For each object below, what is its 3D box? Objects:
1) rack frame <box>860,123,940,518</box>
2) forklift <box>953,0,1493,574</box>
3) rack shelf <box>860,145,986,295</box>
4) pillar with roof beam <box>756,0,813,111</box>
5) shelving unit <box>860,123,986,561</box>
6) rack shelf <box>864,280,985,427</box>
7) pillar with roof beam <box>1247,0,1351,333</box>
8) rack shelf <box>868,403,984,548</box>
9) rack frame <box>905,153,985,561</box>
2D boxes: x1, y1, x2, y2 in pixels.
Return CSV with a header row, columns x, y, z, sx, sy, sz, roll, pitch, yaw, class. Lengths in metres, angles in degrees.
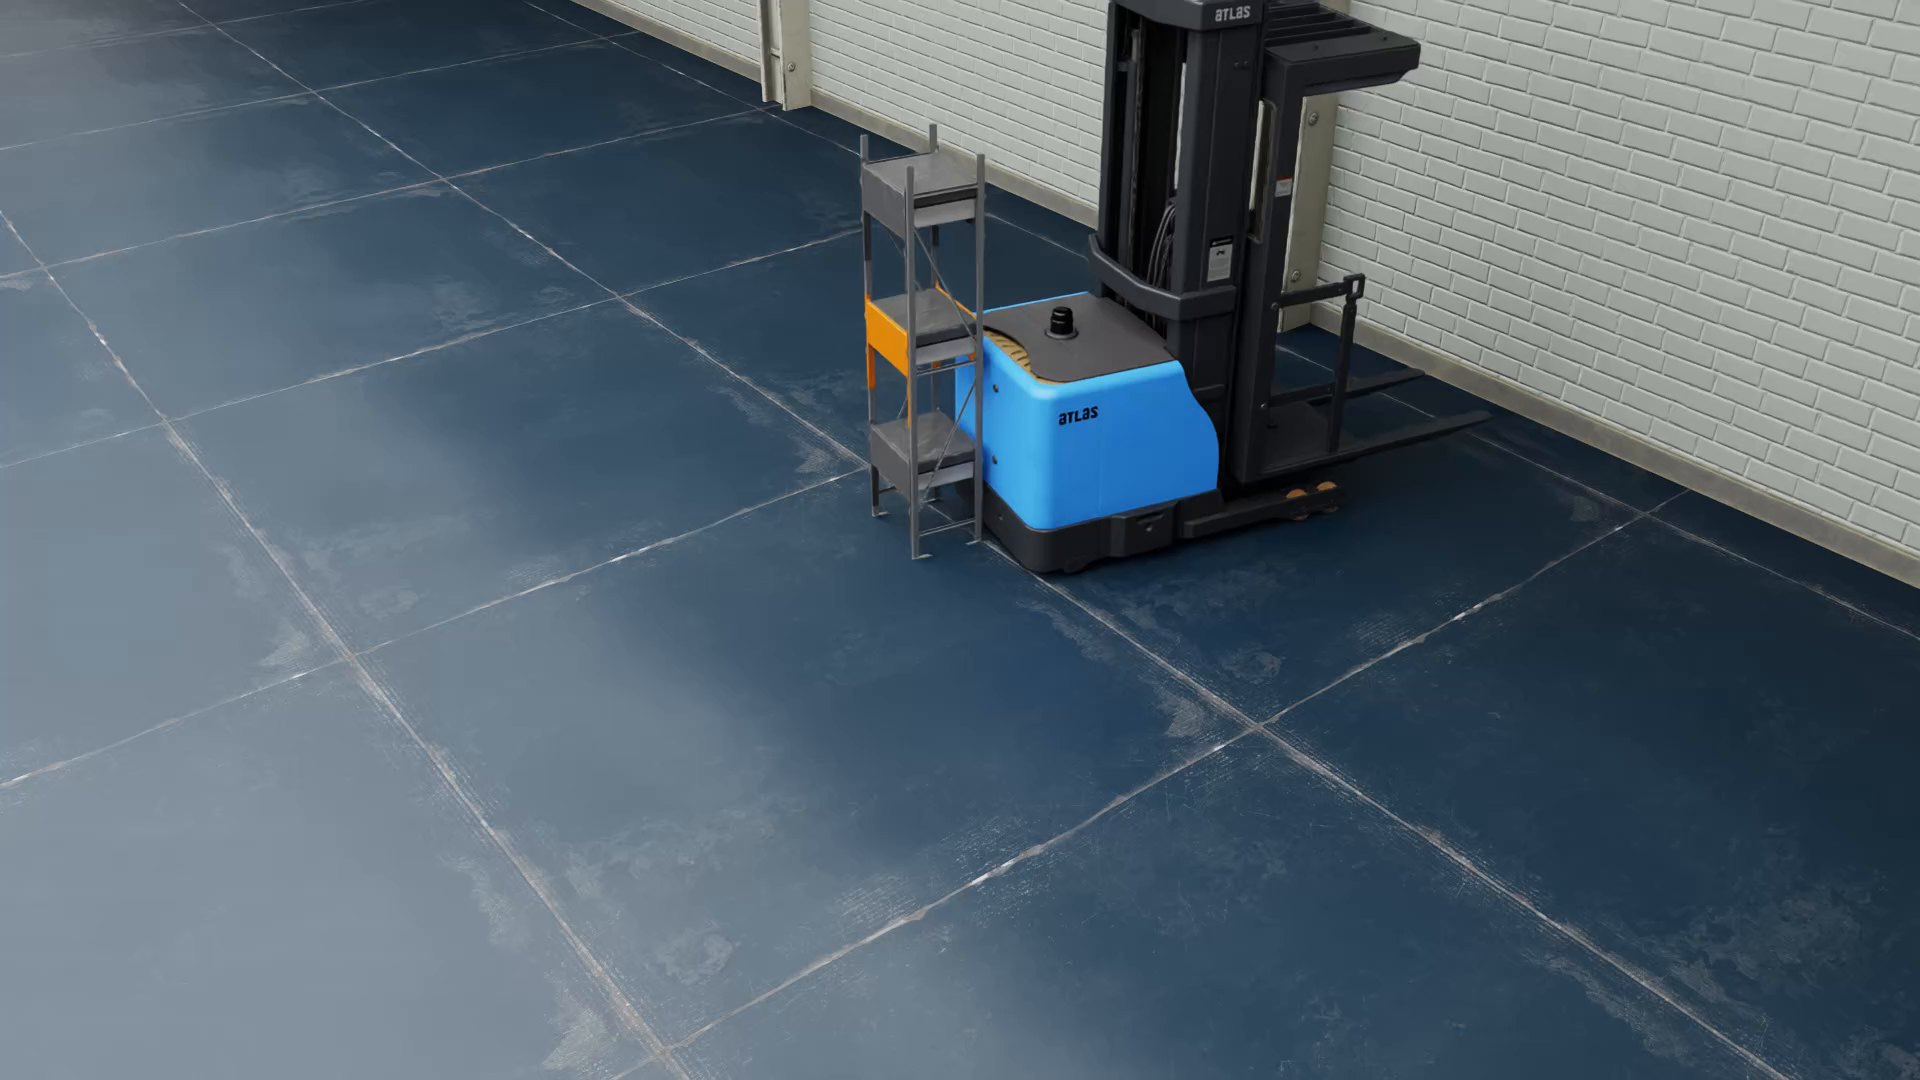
x,y,z,sx,sy,sz,roll,pitch,yaw,class
-0.292,-1.063,8.471,0.400,2.100,0.015,-15,35,-23,rack frame
1.523,-1.588,8.529,3.031,2.935,1.130,-14,34,-21,forklift
-0.179,-1.532,7.925,0.431,0.518,0.480,-15,35,-23,rack shelf
-4.969,-6.424,10.565,9.100,9.000,0.400,-22,38,-31,pillar with roof beam
-0.179,-0.949,8.287,0.431,2.100,0.503,-15,35,-23,shelving unit
-0.179,-0.937,8.295,0.431,0.518,0.480,-15,35,-23,rack shelf
-1.290,-3.924,6.539,9.100,9.000,0.400,-22,38,-31,pillar with roof beam
-0.179,-0.343,8.664,0.431,0.518,0.480,-15,35,-23,rack shelf
-0.066,-0.835,8.104,0.400,2.100,0.015,-15,35,-23,rack frame
